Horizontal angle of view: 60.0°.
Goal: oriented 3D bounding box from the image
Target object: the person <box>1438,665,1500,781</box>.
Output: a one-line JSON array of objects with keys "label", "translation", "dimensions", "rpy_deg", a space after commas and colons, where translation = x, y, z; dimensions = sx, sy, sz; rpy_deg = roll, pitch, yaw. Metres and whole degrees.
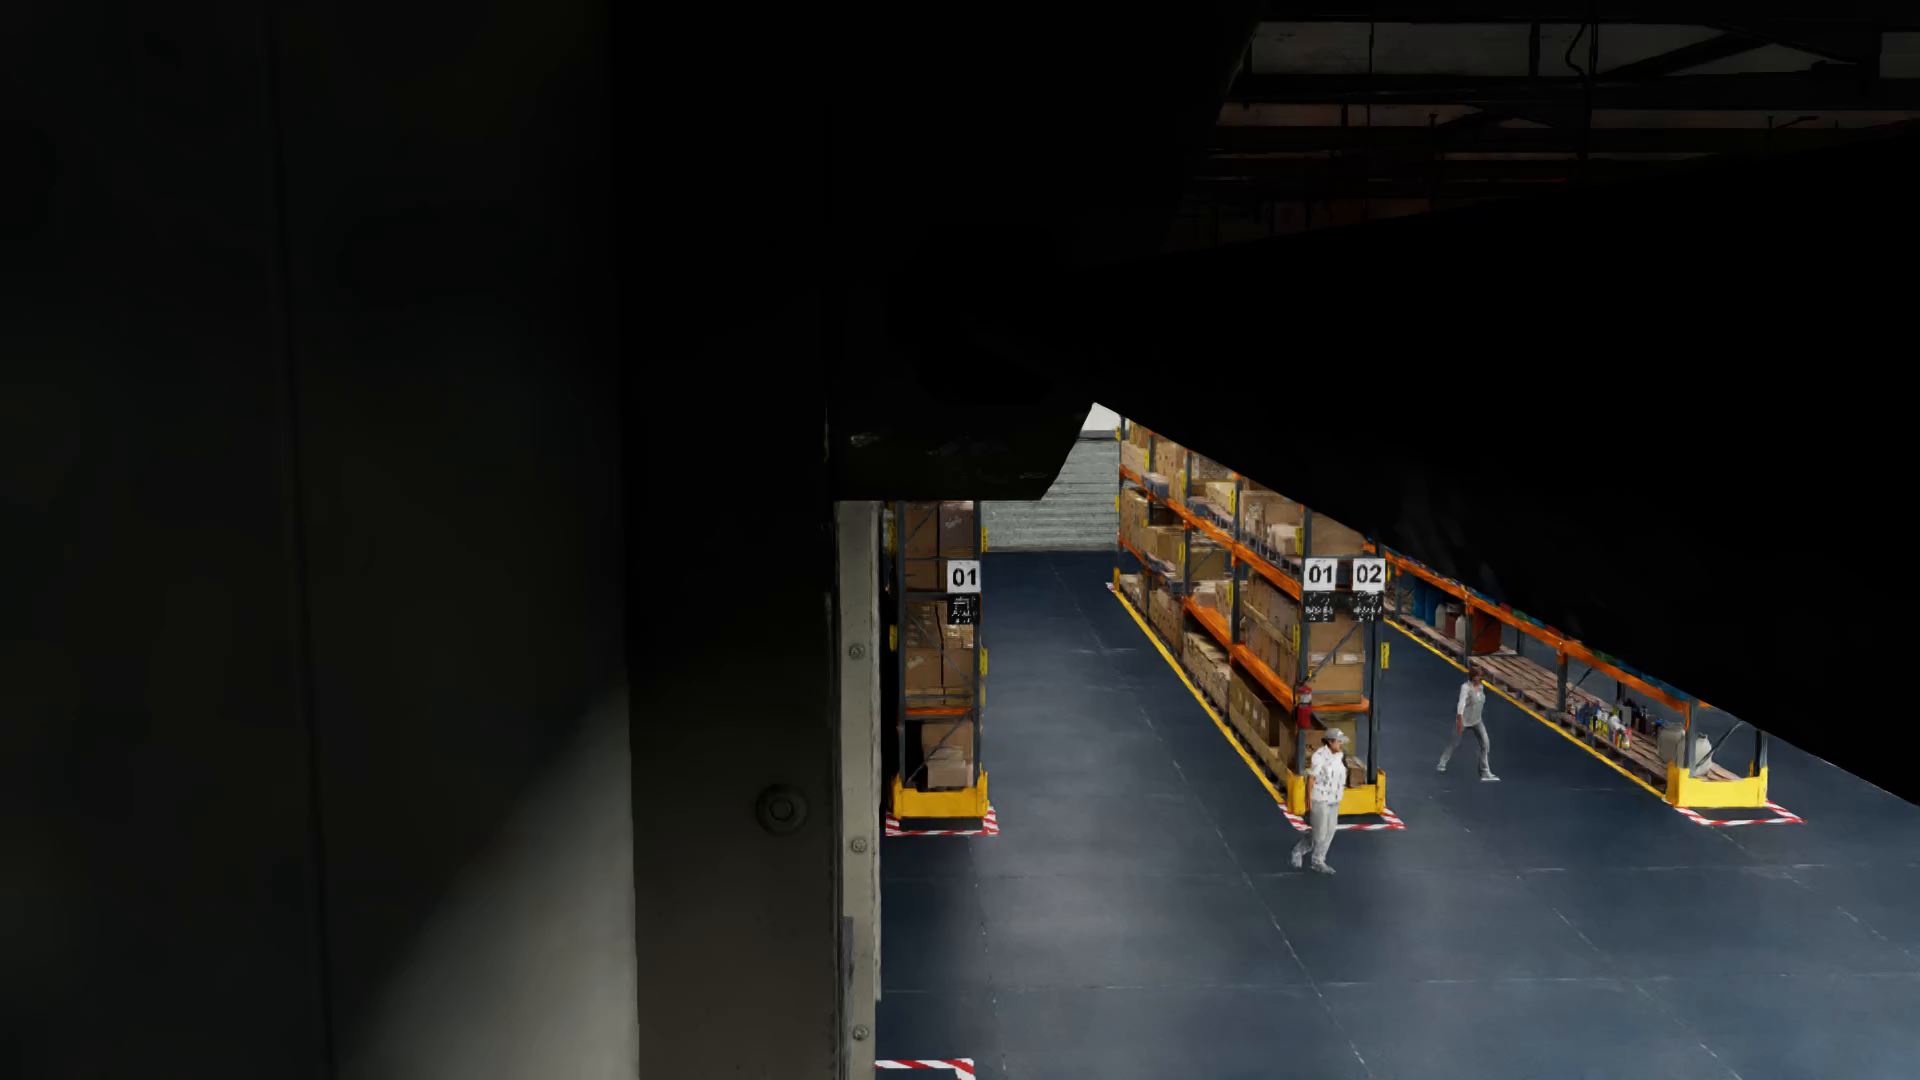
[{"label": "person", "translation": [6.756, 2.401, 22.091], "dimensions": [0.452, 1.536, 0.881], "rpy_deg": [-4, 9, -26]}]

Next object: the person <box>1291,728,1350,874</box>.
[{"label": "person", "translation": [3.998, 2.879, 18.439], "dimensions": [0.559, 1.657, 0.571], "rpy_deg": [-7, 11, -39]}]
